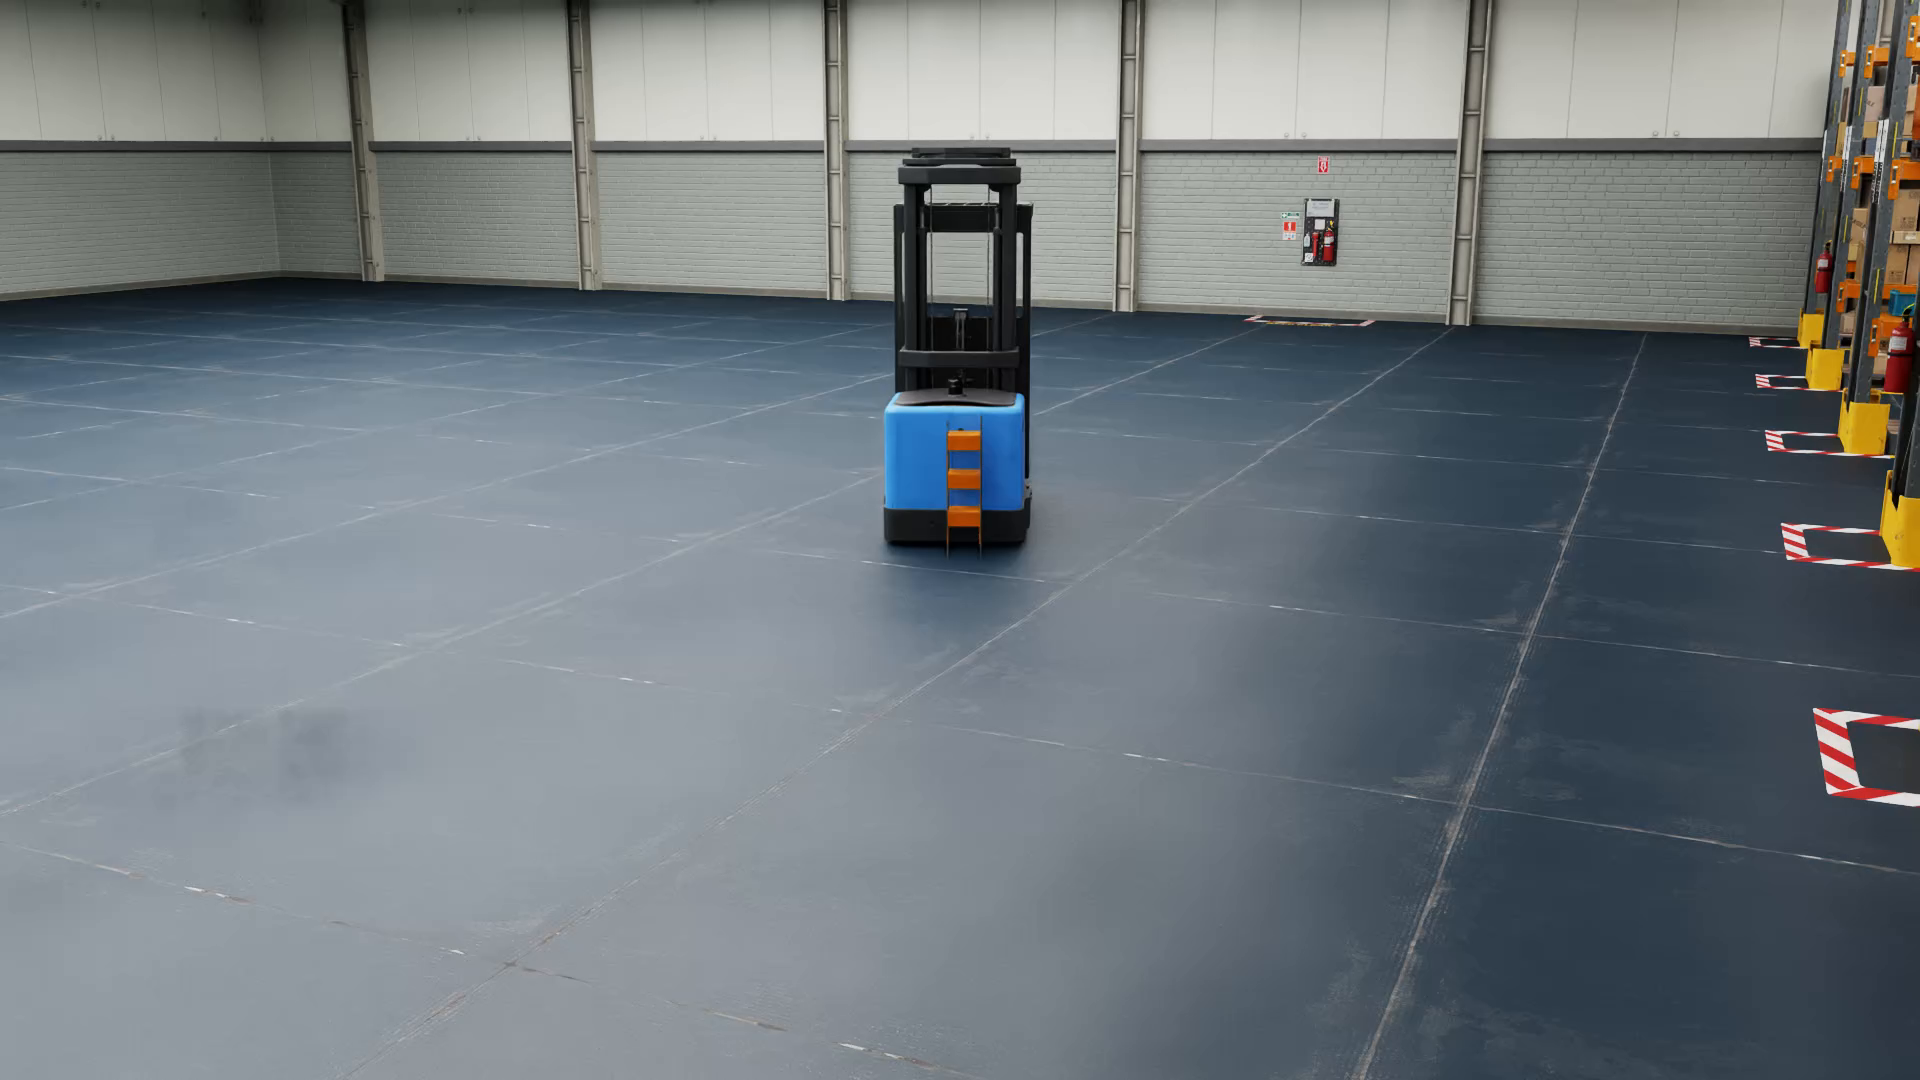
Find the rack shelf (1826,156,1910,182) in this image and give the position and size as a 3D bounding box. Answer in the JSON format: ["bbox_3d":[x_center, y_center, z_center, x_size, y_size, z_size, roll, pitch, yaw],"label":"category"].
[{"bbox_3d":[14.879,-5.415,24.273,4.000,0.370,1.077,6,14,23],"label":"rack shelf"}]

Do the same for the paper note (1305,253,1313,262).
[{"bbox_3d":[6.177,-4.999,29.423,0.142,0.148,0.016,6,14,23],"label":"paper note"}]

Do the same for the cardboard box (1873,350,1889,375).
[{"bbox_3d":[11.447,-2.224,20.768,0.500,0.250,0.500,6,14,23],"label":"cardboard box"}]

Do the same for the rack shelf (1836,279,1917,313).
[{"bbox_3d":[12.876,-2.919,20.205,4.000,0.370,1.077,6,14,23],"label":"rack shelf"}]

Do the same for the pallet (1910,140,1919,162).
[{"bbox_3d":[9.754,-3.692,15.770,1.213,0.211,1.003,6,14,23],"label":"pallet"}]

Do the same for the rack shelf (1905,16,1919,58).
[{"bbox_3d":[10.866,-4.611,15.158,4.000,0.370,1.077,6,14,23],"label":"rack shelf"}]

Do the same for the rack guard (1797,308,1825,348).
[{"bbox_3d":[13.120,-3.266,25.578,0.348,0.500,1.175,6,14,23],"label":"rack guard"}]

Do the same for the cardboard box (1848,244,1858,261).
[{"bbox_3d":[13.368,-4.315,24.862,0.500,0.250,0.500,5,14,22],"label":"cardboard box"}]

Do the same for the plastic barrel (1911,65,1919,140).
[{"bbox_3d":[9.533,-4.276,15.986,0.708,0.830,0.600,6,14,23],"label":"plastic barrel"}]

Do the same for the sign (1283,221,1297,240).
[{"bbox_3d":[5.847,-5.488,29.497,0.234,0.329,0.001,6,14,23],"label":"sign"}]

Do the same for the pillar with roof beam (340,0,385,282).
[{"bbox_3d":[-15.132,-9.403,33.129,0.400,9.000,9.100,6,14,23],"label":"pillar with roof beam"}]

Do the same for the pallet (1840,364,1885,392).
[{"bbox_3d":[11.763,-2.035,20.966,1.213,0.211,1.003,6,14,23],"label":"pallet"}]

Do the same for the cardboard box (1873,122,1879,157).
[{"bbox_3d":[13.534,-6.023,25.027,0.500,0.500,0.500,7,15,27],"label":"cardboard box"}]

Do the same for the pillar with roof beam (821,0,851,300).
[{"bbox_3d":[-4.161,-8.293,28.397,0.400,9.000,9.100,6,14,23],"label":"pillar with roof beam"}]

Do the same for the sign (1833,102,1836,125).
[{"bbox_3d":[12.830,-6.262,24.397,0.005,0.325,0.100,6,14,23],"label":"sign"}]

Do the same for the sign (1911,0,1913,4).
[{"bbox_3d":[8.810,-5.125,15.355,0.005,0.325,0.100,6,14,23],"label":"sign"}]

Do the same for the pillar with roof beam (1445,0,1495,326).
[{"bbox_3d":[6.811,-7.182,23.665,0.400,9.000,9.100,6,14,23],"label":"pillar with roof beam"}]

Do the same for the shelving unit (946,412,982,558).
[{"bbox_3d":[0.032,-0.401,12.165,0.252,1.050,0.215,1,13,3],"label":"shelving unit"}]

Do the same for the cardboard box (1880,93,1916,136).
[{"bbox_3d":[11.571,-5.184,20.263,0.637,0.503,0.797,7,15,27],"label":"cardboard box"}]

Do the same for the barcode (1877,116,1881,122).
[{"bbox_3d":[11.518,-5.270,20.813,0.075,0.075,0.001,6,14,23],"label":"barcode"}]

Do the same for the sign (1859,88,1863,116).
[{"bbox_3d":[10.817,-5.264,19.968,0.005,0.325,0.100,6,14,23],"label":"sign"}]

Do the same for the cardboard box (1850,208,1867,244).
[{"bbox_3d":[13.365,-4.685,24.796,0.500,0.500,0.500,6,14,23],"label":"cardboard box"}]

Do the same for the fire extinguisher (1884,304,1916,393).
[{"bbox_3d":[7.113,-1.455,12.559,0.183,0.674,0.296,6,14,23],"label":"fire extinguisher"}]

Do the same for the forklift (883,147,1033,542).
[{"bbox_3d":[0.035,-1.691,13.545,1.130,2.935,3.031,1,13,3],"label":"forklift"}]

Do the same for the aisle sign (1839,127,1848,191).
[{"bbox_3d":[11.106,-4.788,20.902,0.004,0.787,0.394,6,14,23],"label":"aisle sign"}]

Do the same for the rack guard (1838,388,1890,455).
[{"bbox_3d":[9.126,-1.206,16.802,0.348,0.500,1.175,6,14,23],"label":"rack guard"}]

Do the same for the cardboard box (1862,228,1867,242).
[{"bbox_3d":[11.474,-3.824,20.845,0.250,0.149,0.380,6,14,22],"label":"cardboard box"}]

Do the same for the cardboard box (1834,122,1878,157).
[{"bbox_3d":[13.255,-5.925,24.612,0.500,0.500,0.500,6,15,25],"label":"cardboard box"}]

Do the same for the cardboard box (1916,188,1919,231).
[{"bbox_3d":[12.000,-4.037,20.333,0.500,0.500,0.700,5,14,22],"label":"cardboard box"}]

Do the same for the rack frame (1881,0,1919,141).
[{"bbox_3d":[9.037,-5.341,15.819,0.127,3.000,1.000,6,14,23],"label":"rack frame"}]

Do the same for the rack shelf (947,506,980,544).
[{"bbox_3d":[0.032,-0.120,12.231,0.240,0.259,0.215,1,13,3],"label":"rack shelf"}]

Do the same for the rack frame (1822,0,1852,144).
[{"bbox_3d":[13.050,-7.410,24.637,0.127,3.000,1.000,6,14,23],"label":"rack frame"}]

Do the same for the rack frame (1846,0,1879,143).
[{"bbox_3d":[11.047,-6.375,20.226,0.127,3.000,1.000,6,14,23],"label":"rack frame"}]

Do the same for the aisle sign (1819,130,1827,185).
[{"bbox_3d":[12.863,-5.699,24.787,0.004,0.787,0.394,6,14,23],"label":"aisle sign"}]

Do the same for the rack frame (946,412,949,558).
[{"bbox_3d":[-0.090,-0.402,12.171,0.008,1.050,0.200,1,13,3],"label":"rack frame"}]

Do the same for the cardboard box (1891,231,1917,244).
[{"bbox_3d":[11.561,-3.714,20.378,0.250,0.149,0.380,5,14,22],"label":"cardboard box"}]

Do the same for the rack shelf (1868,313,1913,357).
[{"bbox_3d":[10.866,-1.885,15.798,4.000,0.370,1.077,6,14,23],"label":"rack shelf"}]

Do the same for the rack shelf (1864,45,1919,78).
[{"bbox_3d":[12.876,-5.645,19.566,4.000,0.370,1.077,6,14,23],"label":"rack shelf"}]

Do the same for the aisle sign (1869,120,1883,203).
[{"bbox_3d":[9.092,-3.755,16.500,0.004,0.787,0.394,6,14,23],"label":"aisle sign"}]

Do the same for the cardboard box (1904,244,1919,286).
[{"bbox_3d":[11.951,-3.410,20.502,0.500,0.500,0.700,6,15,25],"label":"cardboard box"}]
